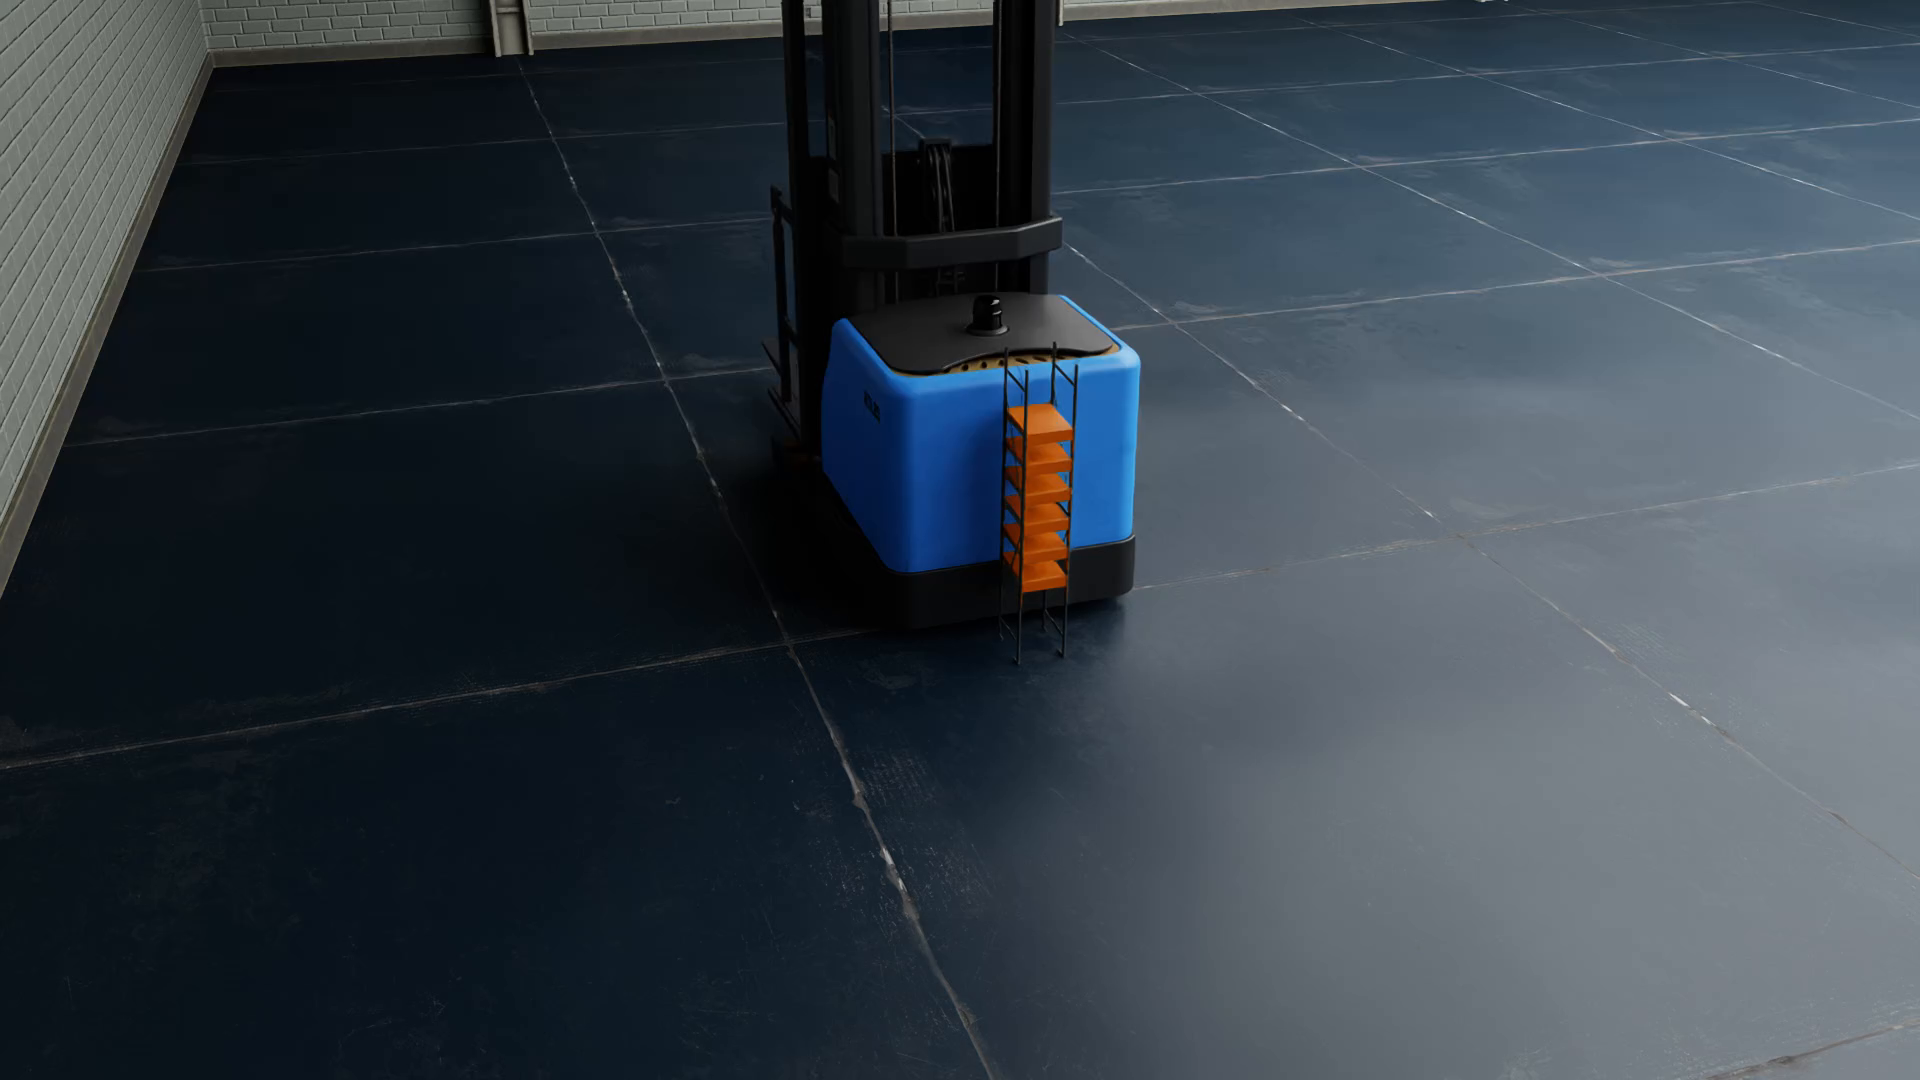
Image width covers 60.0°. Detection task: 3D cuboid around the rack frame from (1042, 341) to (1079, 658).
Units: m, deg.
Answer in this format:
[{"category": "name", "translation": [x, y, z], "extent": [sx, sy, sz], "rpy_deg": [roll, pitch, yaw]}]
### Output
[{"category": "rack frame", "translation": [0.367, -0.133, 6.156], "extent": [0.006, 1.200, 0.240], "rpy_deg": [-8, 30, -16]}]

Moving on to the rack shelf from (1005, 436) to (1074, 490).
[{"category": "rack shelf", "translation": [0.282, -0.292, 6.038], "extent": [0.180, 0.103, 0.258], "rpy_deg": [-8, 30, -16]}]

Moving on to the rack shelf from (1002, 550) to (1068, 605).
[{"category": "rack shelf", "translation": [0.277, 0.129, 6.267], "extent": [0.180, 0.103, 0.258], "rpy_deg": [-8, 30, -16]}]

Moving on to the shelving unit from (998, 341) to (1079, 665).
[{"category": "shelving unit", "translation": [0.280, -0.120, 6.131], "extent": [0.189, 1.200, 0.258], "rpy_deg": [-8, 30, -16]}]

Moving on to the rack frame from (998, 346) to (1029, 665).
[{"category": "rack frame", "translation": [0.193, -0.108, 6.107], "extent": [0.006, 1.200, 0.240], "rpy_deg": [-8, 30, -16]}]

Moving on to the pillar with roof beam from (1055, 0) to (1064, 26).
[{"category": "pillar with roof beam", "translation": [2.294, -8.210, 13.667], "extent": [0.400, 9.000, 9.100], "rpy_deg": [-8, 28, -16]}]

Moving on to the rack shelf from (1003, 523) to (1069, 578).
[{"category": "rack shelf", "translation": [0.278, 0.024, 6.210], "extent": [0.180, 0.103, 0.258], "rpy_deg": [-8, 30, -16]}]

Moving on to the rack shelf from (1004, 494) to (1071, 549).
[{"category": "rack shelf", "translation": [0.279, -0.081, 6.153], "extent": [0.180, 0.103, 0.258], "rpy_deg": [-8, 30, -16]}]

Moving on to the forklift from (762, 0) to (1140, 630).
[{"category": "forklift", "translation": [-0.254, -1.602, 7.181], "extent": [1.130, 2.935, 3.031], "rpy_deg": [-9, 28, -17]}]

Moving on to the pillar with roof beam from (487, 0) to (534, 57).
[{"category": "pillar with roof beam", "translation": [-3.411, -7.384, 12.003], "extent": [0.400, 9.000, 9.100], "rpy_deg": [-8, 28, -16]}]

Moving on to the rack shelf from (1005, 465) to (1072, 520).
[{"category": "rack shelf", "translation": [0.280, -0.187, 6.095], "extent": [0.180, 0.103, 0.258], "rpy_deg": [-8, 30, -16]}]

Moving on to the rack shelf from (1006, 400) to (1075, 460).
[{"category": "rack shelf", "translation": [0.283, -0.397, 5.980], "extent": [0.180, 0.103, 0.258], "rpy_deg": [-8, 30, -16]}]
